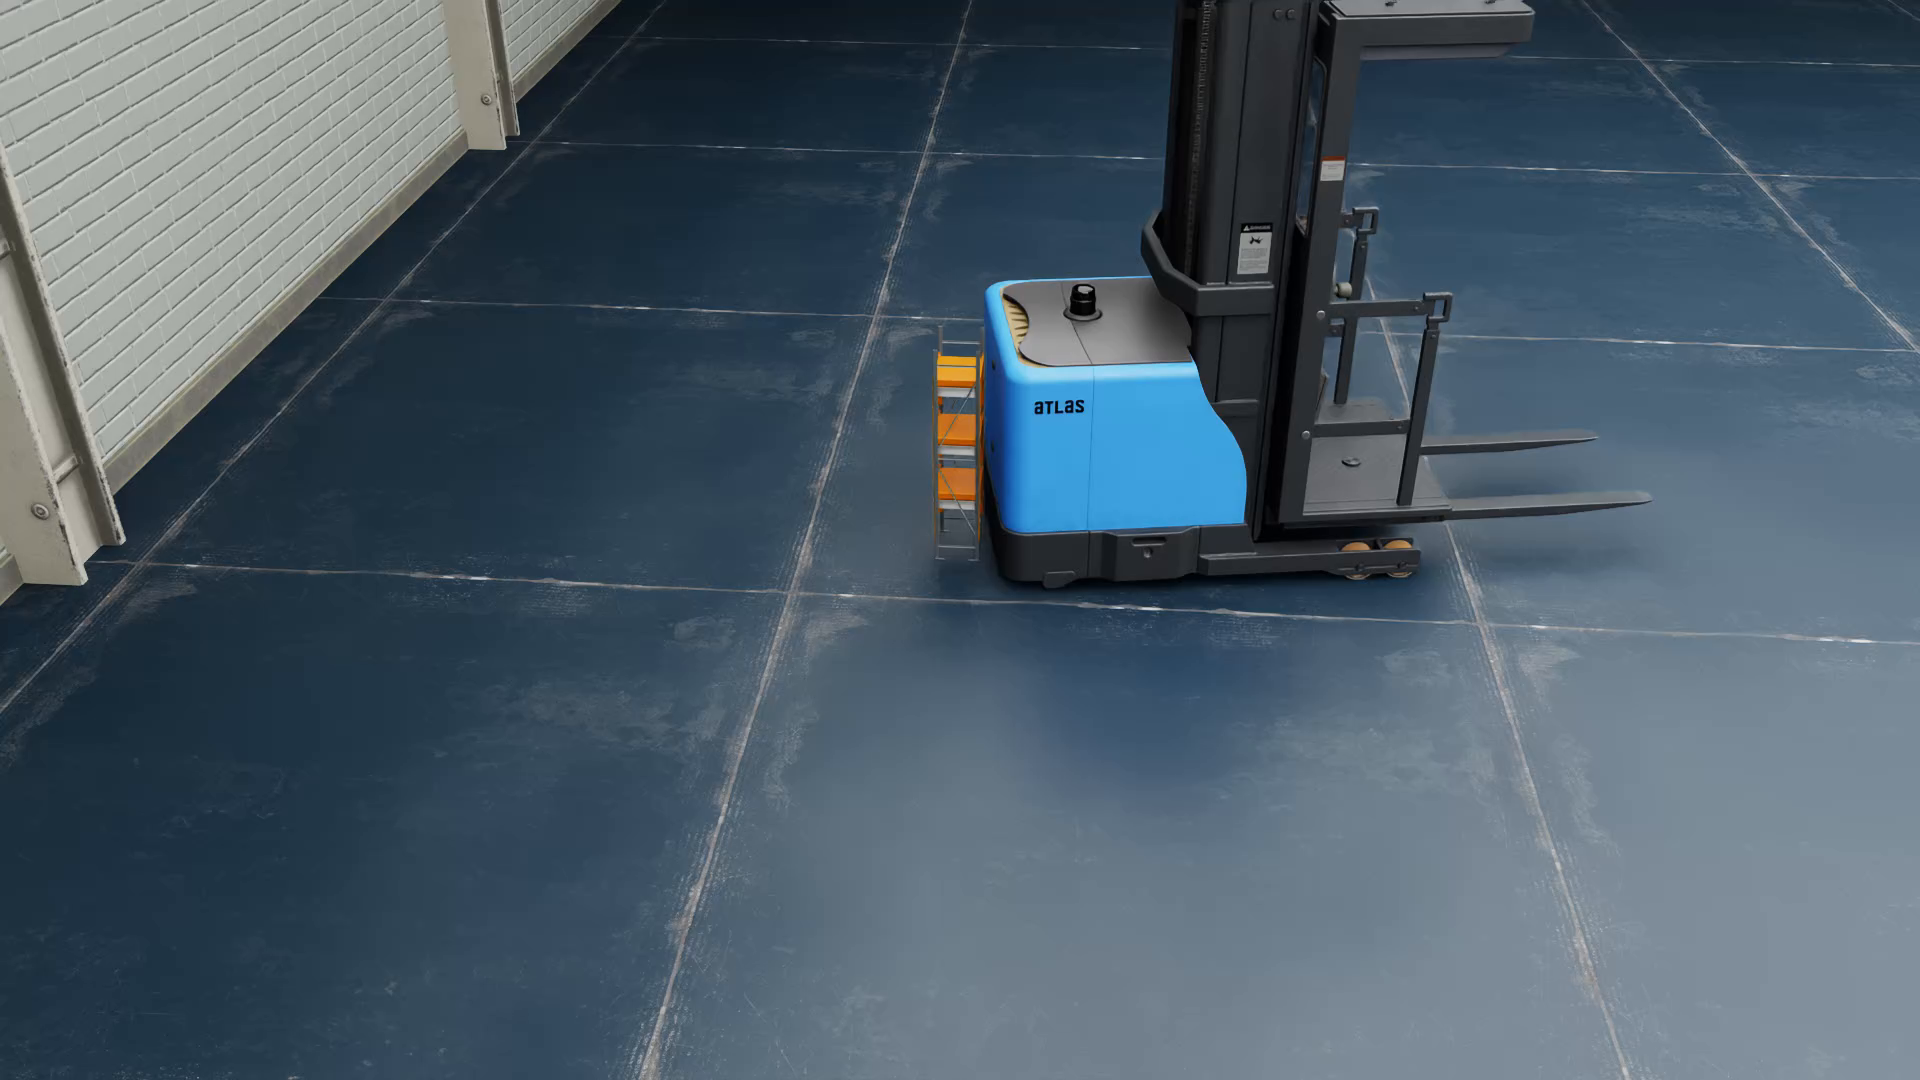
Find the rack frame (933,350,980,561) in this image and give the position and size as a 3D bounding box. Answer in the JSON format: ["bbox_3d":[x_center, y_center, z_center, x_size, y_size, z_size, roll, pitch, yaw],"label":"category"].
[{"bbox_3d":[-0.014,-0.355,7.326,0.200,1.050,0.008,2,32,4],"label":"rack frame"}]

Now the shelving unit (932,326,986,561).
[{"bbox_3d":[-0.004,-0.419,7.429,0.215,1.050,0.252,2,32,4],"label":"shelving unit"}]

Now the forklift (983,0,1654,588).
[{"bbox_3d":[1.645,-1.344,7.137,3.031,2.935,1.130,-3,32,-4],"label":"forklift"}]

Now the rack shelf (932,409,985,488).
[{"bbox_3d":[-0.004,-0.410,7.435,0.215,0.259,0.240,2,32,4],"label":"rack shelf"}]

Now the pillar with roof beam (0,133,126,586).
[{"bbox_3d":[0.235,-3.554,4.940,9.100,9.000,0.400,2,32,4],"label":"pillar with roof beam"}]

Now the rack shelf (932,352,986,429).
[{"bbox_3d":[-0.004,-0.652,7.286,0.215,0.259,0.240,2,32,4],"label":"rack shelf"}]

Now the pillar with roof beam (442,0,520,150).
[{"bbox_3d":[0.724,-6.692,10.031,9.100,9.000,0.400,2,32,4],"label":"pillar with roof beam"}]

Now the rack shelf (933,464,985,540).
[{"bbox_3d":[-0.004,-0.173,7.581,0.215,0.259,0.240,2,32,4],"label":"rack shelf"}]

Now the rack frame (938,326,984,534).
[{"bbox_3d":[0.006,-0.483,7.533,0.200,1.050,0.008,2,32,4],"label":"rack frame"}]
